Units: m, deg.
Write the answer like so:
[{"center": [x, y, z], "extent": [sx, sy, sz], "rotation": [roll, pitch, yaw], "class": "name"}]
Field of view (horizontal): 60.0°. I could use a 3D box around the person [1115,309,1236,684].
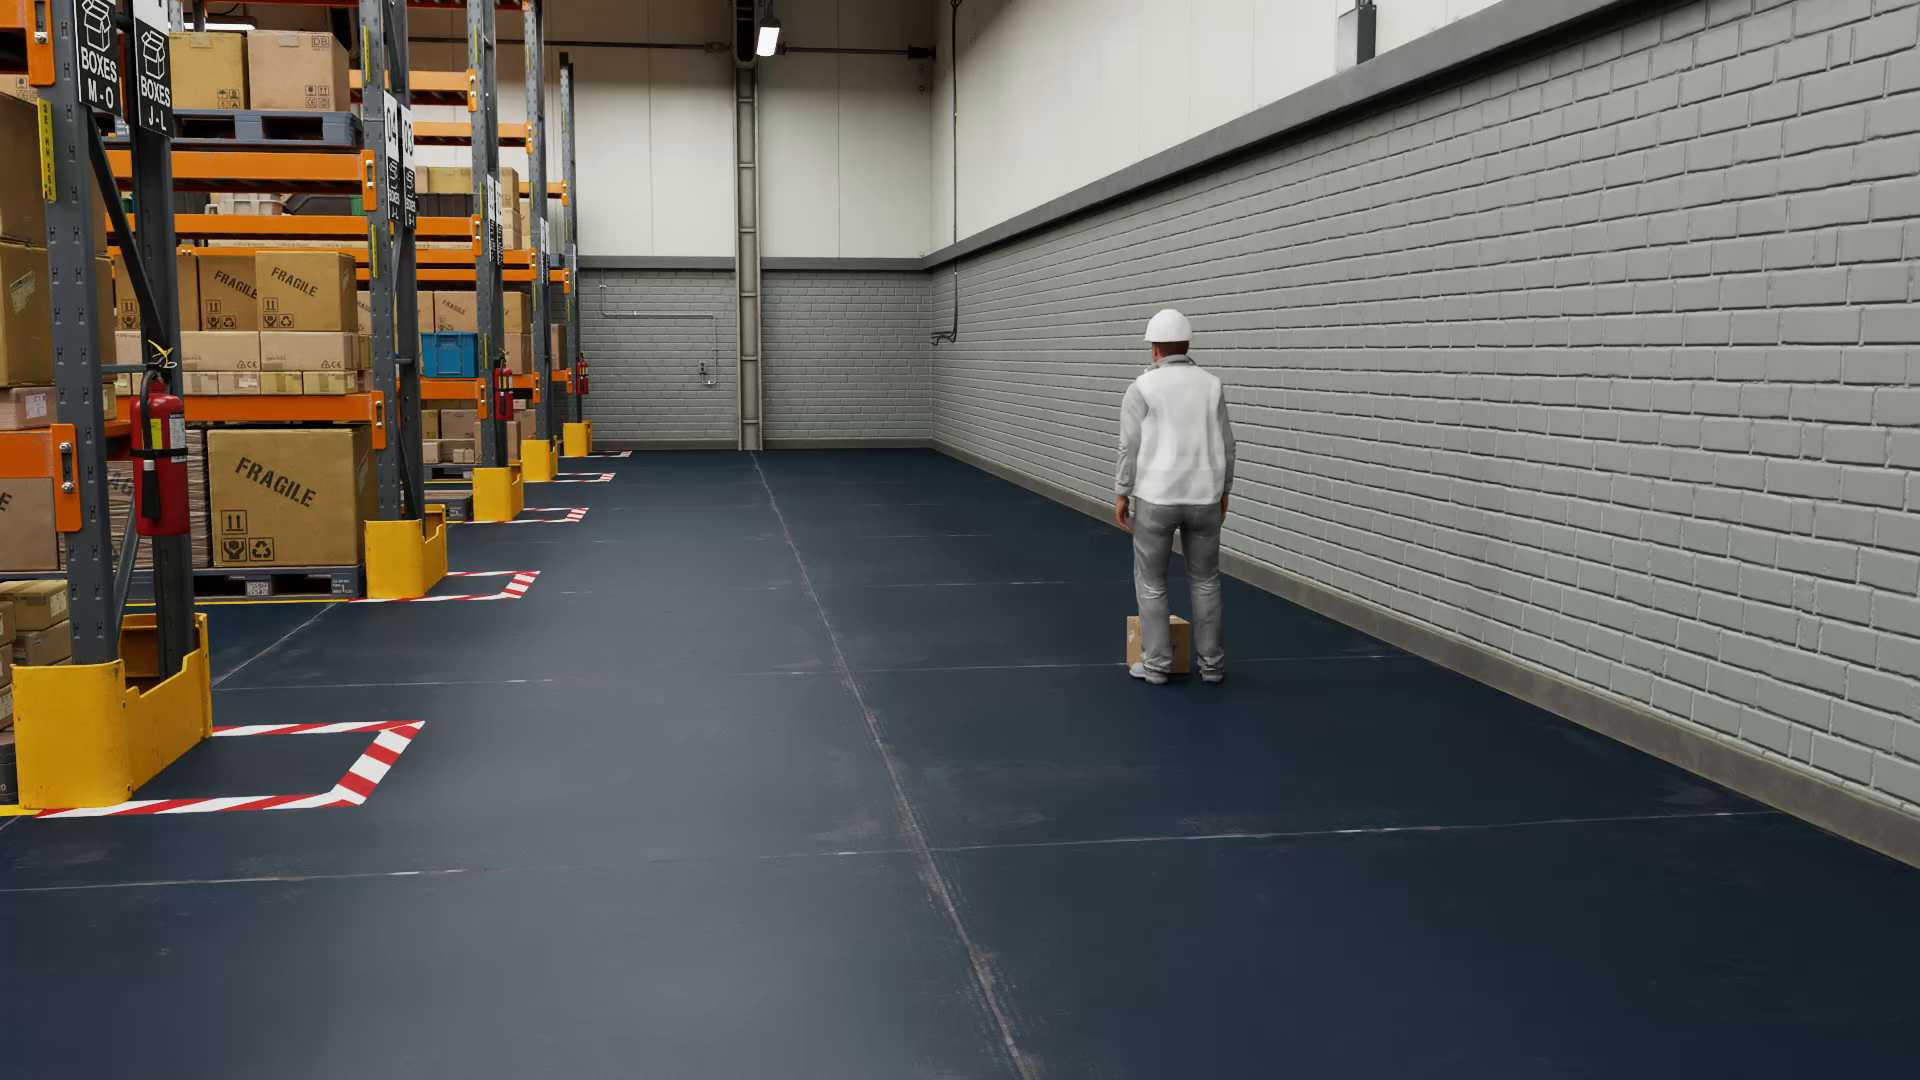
[{"center": [1.025, -0.208, 7.929], "extent": [0.594, 1.773, 0.457], "rotation": [-1, 7, -12], "class": "person"}]
